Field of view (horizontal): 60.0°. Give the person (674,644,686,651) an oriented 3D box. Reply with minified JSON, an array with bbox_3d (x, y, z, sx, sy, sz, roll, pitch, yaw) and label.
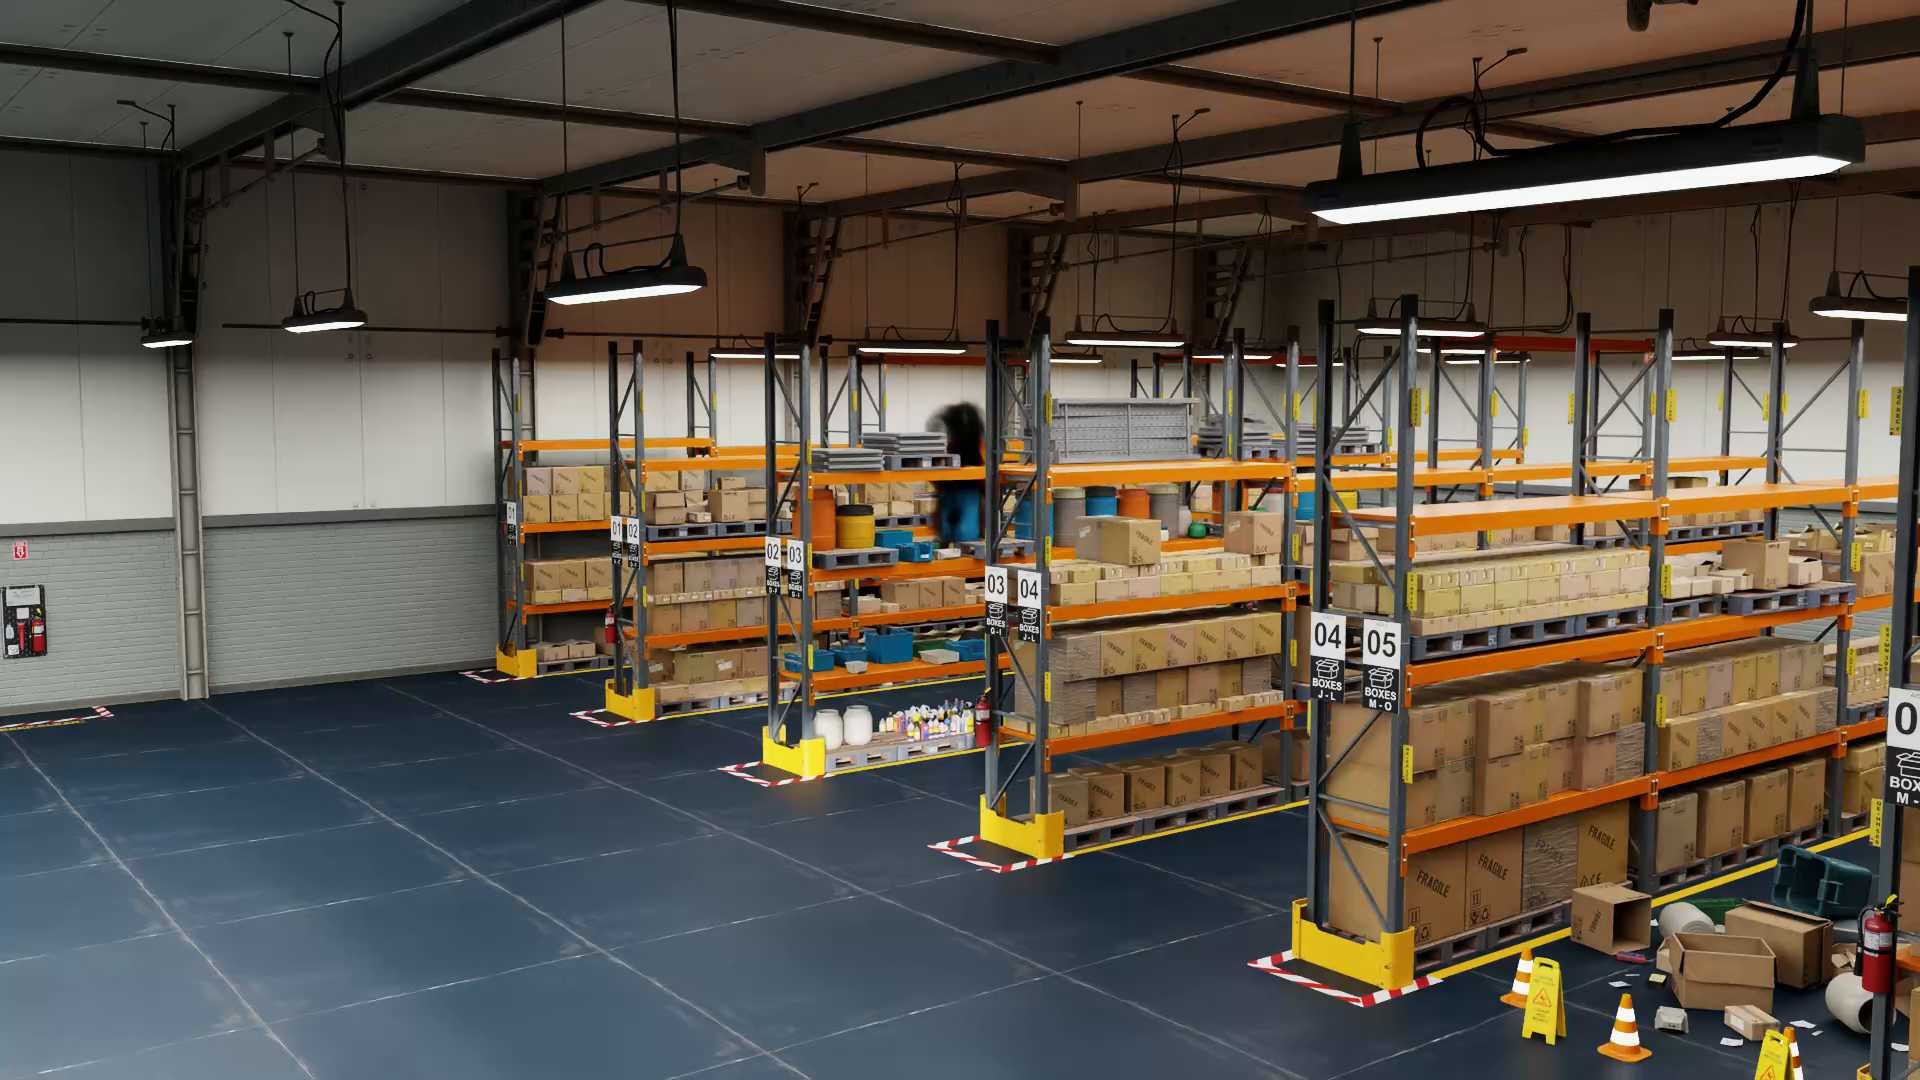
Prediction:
[{"bbox_3d":[-4.949,1.712,29.948,0.582,1.686,0.780,3,6,33],"label":"person"}]
